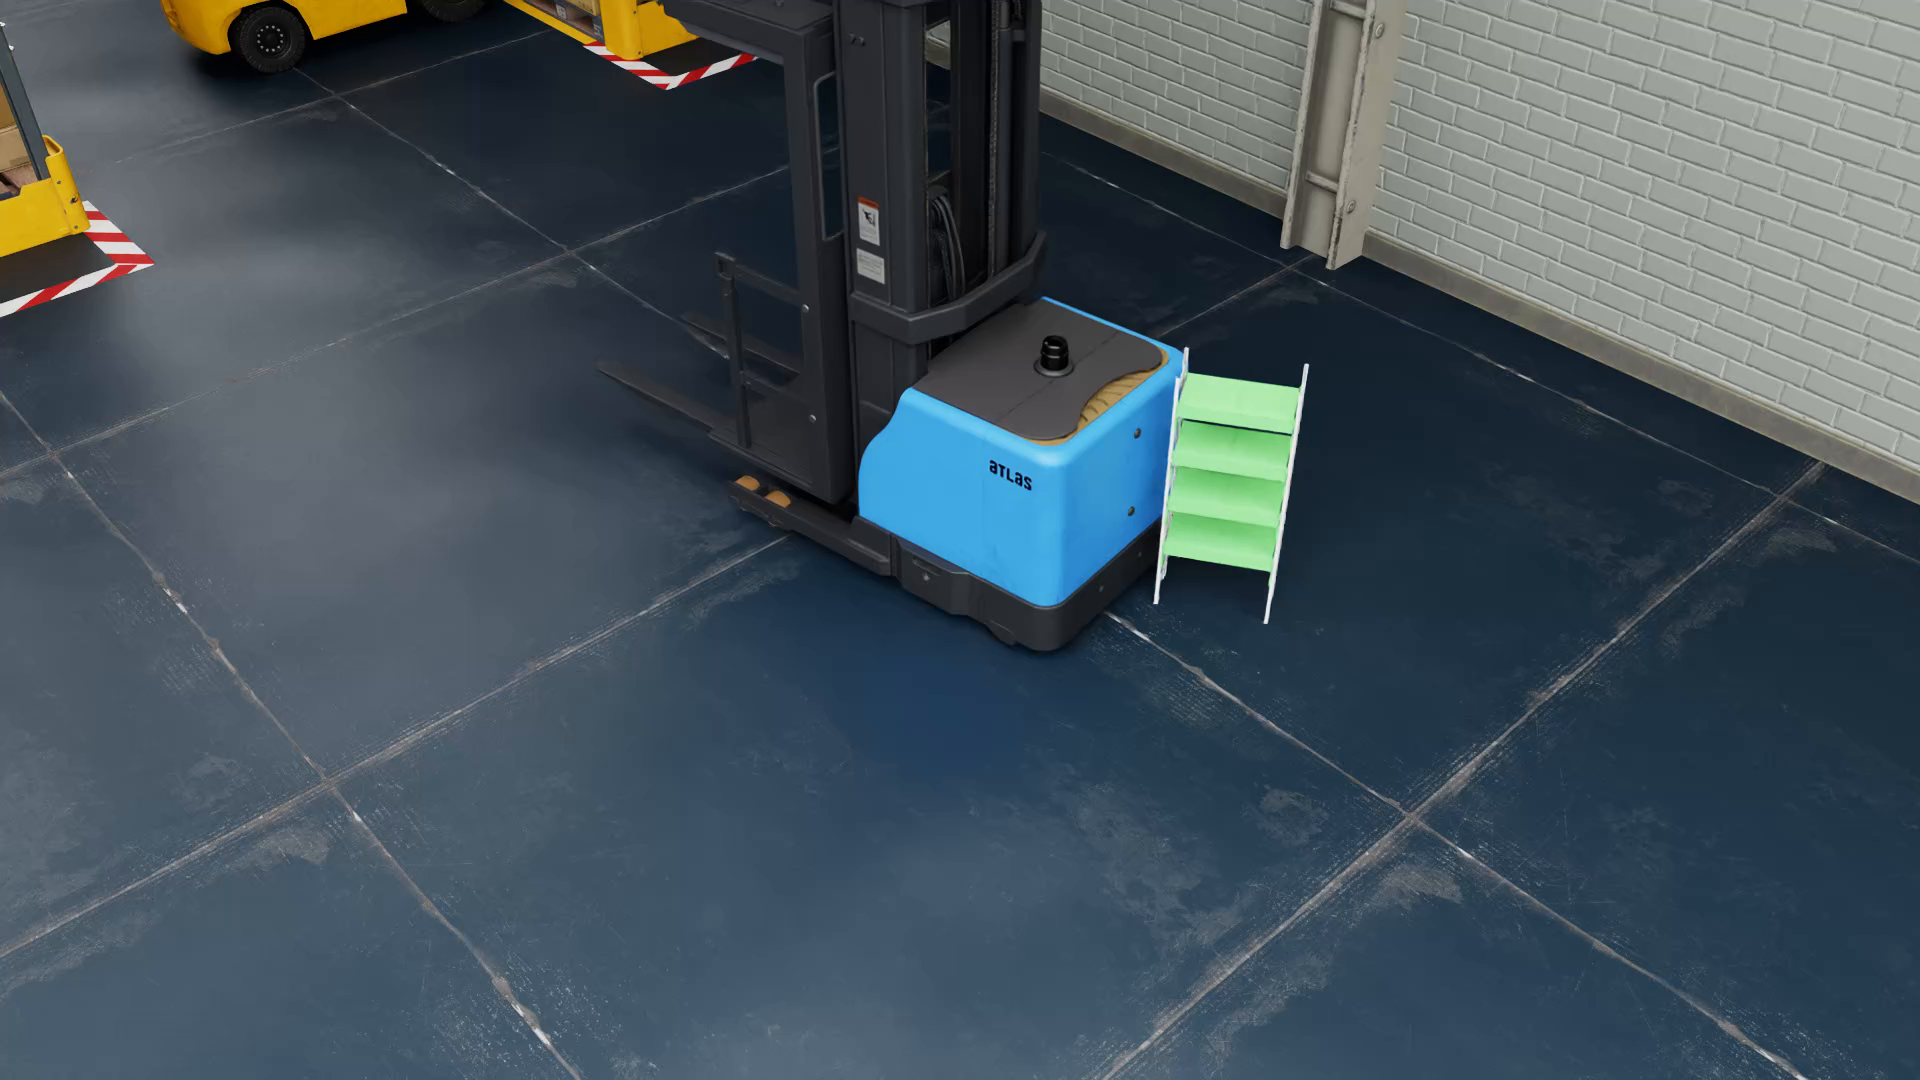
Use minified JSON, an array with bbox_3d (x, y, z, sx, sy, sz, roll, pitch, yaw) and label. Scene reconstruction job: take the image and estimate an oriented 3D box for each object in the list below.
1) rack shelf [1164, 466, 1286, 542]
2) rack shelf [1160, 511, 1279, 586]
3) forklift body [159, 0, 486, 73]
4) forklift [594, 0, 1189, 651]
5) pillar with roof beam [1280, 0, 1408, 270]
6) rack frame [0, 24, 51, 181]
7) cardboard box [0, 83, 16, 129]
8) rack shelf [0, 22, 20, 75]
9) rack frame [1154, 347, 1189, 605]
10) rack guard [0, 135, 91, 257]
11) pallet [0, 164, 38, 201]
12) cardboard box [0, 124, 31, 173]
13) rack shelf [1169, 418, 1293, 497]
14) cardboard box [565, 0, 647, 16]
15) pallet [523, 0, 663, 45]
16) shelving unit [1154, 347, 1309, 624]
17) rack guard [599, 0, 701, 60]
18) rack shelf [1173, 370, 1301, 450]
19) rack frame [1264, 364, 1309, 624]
[{"bbox_3d":[1.135,-0.161,7.096,0.480,0.148,0.258,9,40,11],"label":"rack shelf"},{"bbox_3d":[1.135,0.026,7.247,0.480,0.148,0.258,9,40,11],"label":"rack shelf"},{"bbox_3d":[-4.726,-4.739,11.906,2.313,2.155,1.214,-30,48,-32],"label":"forklift body"},{"bbox_3d":[-0.482,-1.436,7.195,3.031,2.935,1.130,27,46,29],"label":"forklift"},{"bbox_3d":[-1.019,-3.400,4.798,9.100,9.000,0.400,-30,48,-32],"label":"pillar with roof beam"},{"bbox_3d":[-5.753,-2.856,8.899,1.000,3.000,0.127,-30,48,-32],"label":"rack frame"},{"bbox_3d":[-6.111,-2.743,10.017,0.500,0.500,0.500,-32,49,-33],"label":"cardboard box"},{"bbox_3d":[-7.106,-3.502,10.271,1.077,0.370,4.000,-30,48,-32],"label":"rack shelf"},{"bbox_3d":[0.900,-0.250,7.104,0.015,1.200,0.240,9,40,11],"label":"rack frame"},{"bbox_3d":[-5.804,-1.919,9.728,1.175,0.500,0.348,-30,48,-32],"label":"rack guard"},{"bbox_3d":[-6.328,-2.198,10.303,1.003,0.211,1.213,-30,48,-32],"label":"pallet"},{"bbox_3d":[-6.095,-2.441,10.239,0.500,0.250,0.500,-30,48,-32],"label":"cardboard box"},{"bbox_3d":[1.135,-0.347,6.945,0.480,0.148,0.258,9,40,11],"label":"rack shelf"},{"bbox_3d":[-2.650,-4.144,12.348,0.500,0.250,0.500,-30,47,-31],"label":"cardboard box"},{"bbox_3d":[-2.647,-4.219,12.805,1.003,0.211,1.213,-30,48,-32],"label":"pallet"},{"bbox_3d":[1.135,-0.210,7.056,0.503,1.200,0.258,9,40,11],"label":"shelving unit"},{"bbox_3d":[-2.083,-3.984,12.285,1.175,0.500,0.348,-30,48,-32],"label":"rack guard"},{"bbox_3d":[1.135,-0.534,6.794,0.480,0.148,0.258,9,40,11],"label":"rack shelf"},{"bbox_3d":[1.371,-0.171,7.007,0.015,1.200,0.240,9,40,11],"label":"rack frame"}]
